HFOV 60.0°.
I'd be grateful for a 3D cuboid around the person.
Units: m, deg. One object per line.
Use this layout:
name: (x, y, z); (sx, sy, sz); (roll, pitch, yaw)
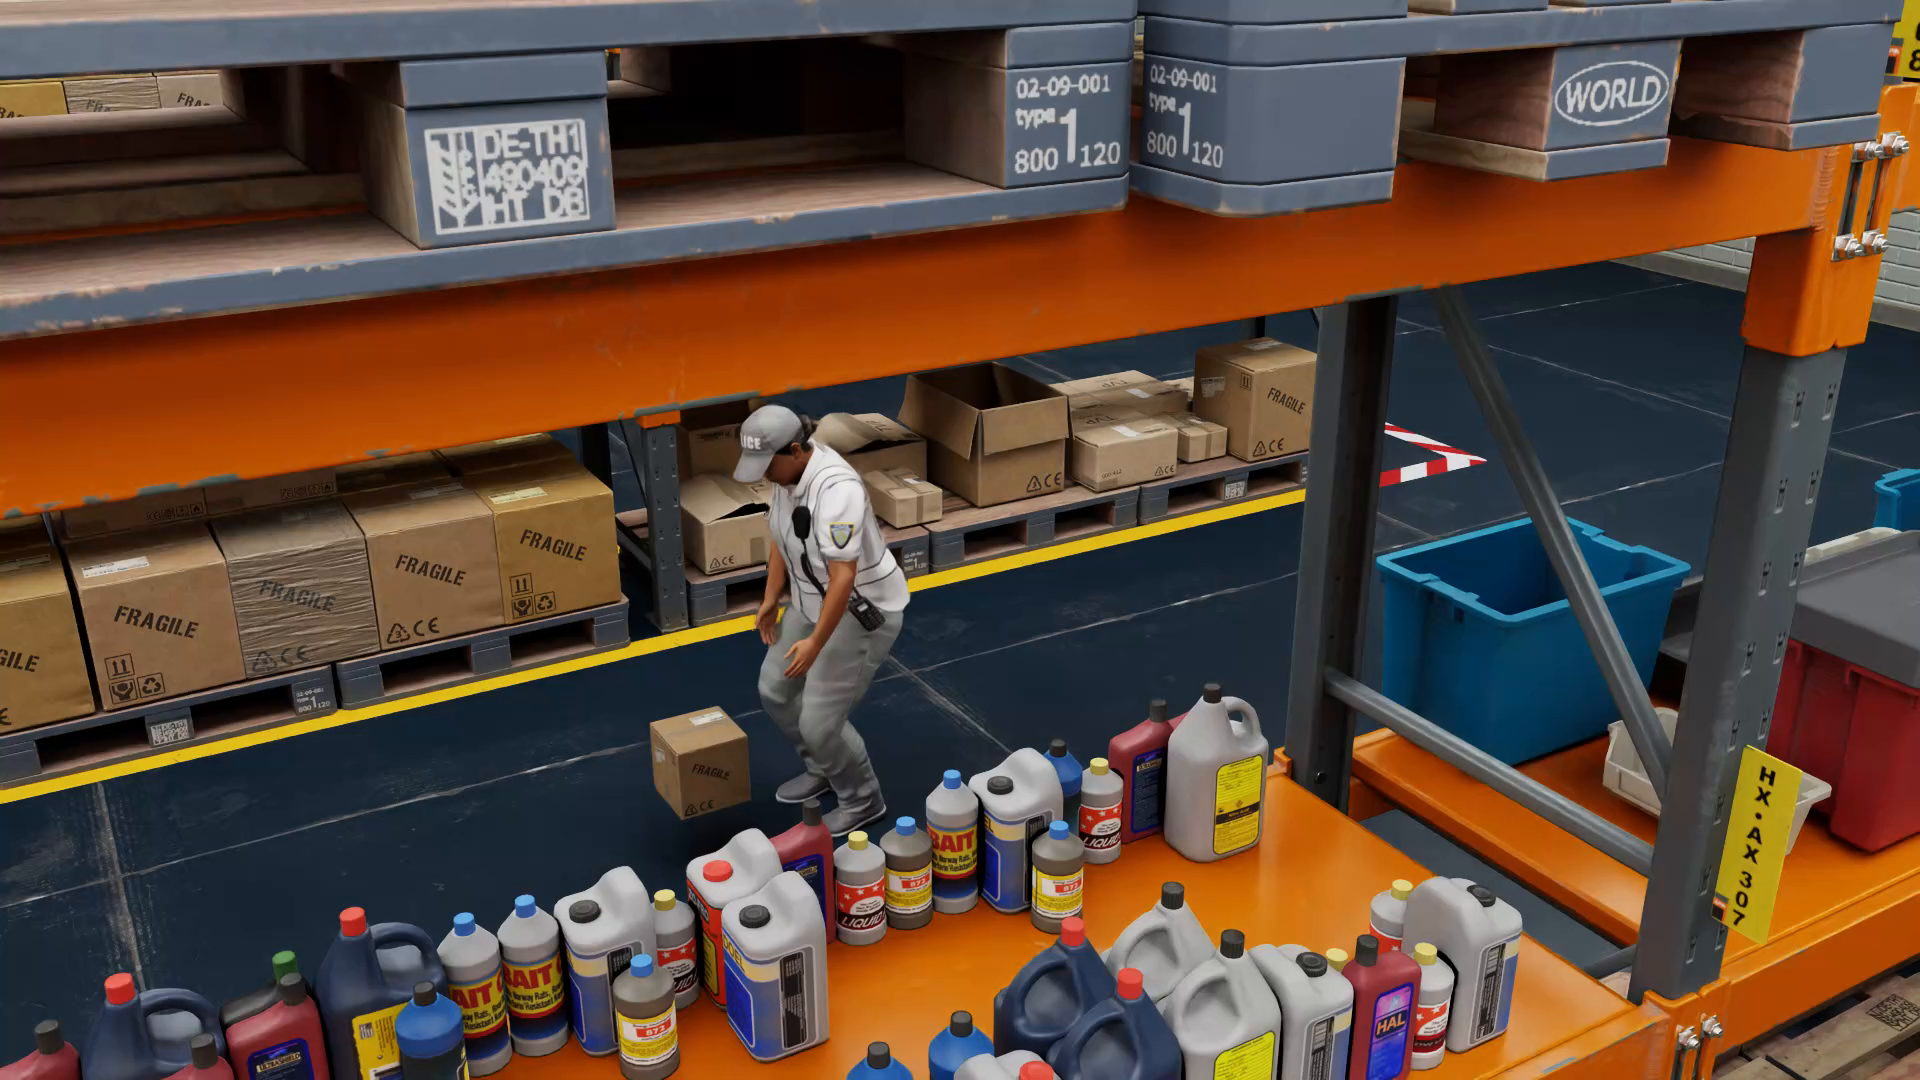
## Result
person: (-0.464, 0.263, 5.614); (0.591, 1.541, 0.519); (-12, 25, -27)
